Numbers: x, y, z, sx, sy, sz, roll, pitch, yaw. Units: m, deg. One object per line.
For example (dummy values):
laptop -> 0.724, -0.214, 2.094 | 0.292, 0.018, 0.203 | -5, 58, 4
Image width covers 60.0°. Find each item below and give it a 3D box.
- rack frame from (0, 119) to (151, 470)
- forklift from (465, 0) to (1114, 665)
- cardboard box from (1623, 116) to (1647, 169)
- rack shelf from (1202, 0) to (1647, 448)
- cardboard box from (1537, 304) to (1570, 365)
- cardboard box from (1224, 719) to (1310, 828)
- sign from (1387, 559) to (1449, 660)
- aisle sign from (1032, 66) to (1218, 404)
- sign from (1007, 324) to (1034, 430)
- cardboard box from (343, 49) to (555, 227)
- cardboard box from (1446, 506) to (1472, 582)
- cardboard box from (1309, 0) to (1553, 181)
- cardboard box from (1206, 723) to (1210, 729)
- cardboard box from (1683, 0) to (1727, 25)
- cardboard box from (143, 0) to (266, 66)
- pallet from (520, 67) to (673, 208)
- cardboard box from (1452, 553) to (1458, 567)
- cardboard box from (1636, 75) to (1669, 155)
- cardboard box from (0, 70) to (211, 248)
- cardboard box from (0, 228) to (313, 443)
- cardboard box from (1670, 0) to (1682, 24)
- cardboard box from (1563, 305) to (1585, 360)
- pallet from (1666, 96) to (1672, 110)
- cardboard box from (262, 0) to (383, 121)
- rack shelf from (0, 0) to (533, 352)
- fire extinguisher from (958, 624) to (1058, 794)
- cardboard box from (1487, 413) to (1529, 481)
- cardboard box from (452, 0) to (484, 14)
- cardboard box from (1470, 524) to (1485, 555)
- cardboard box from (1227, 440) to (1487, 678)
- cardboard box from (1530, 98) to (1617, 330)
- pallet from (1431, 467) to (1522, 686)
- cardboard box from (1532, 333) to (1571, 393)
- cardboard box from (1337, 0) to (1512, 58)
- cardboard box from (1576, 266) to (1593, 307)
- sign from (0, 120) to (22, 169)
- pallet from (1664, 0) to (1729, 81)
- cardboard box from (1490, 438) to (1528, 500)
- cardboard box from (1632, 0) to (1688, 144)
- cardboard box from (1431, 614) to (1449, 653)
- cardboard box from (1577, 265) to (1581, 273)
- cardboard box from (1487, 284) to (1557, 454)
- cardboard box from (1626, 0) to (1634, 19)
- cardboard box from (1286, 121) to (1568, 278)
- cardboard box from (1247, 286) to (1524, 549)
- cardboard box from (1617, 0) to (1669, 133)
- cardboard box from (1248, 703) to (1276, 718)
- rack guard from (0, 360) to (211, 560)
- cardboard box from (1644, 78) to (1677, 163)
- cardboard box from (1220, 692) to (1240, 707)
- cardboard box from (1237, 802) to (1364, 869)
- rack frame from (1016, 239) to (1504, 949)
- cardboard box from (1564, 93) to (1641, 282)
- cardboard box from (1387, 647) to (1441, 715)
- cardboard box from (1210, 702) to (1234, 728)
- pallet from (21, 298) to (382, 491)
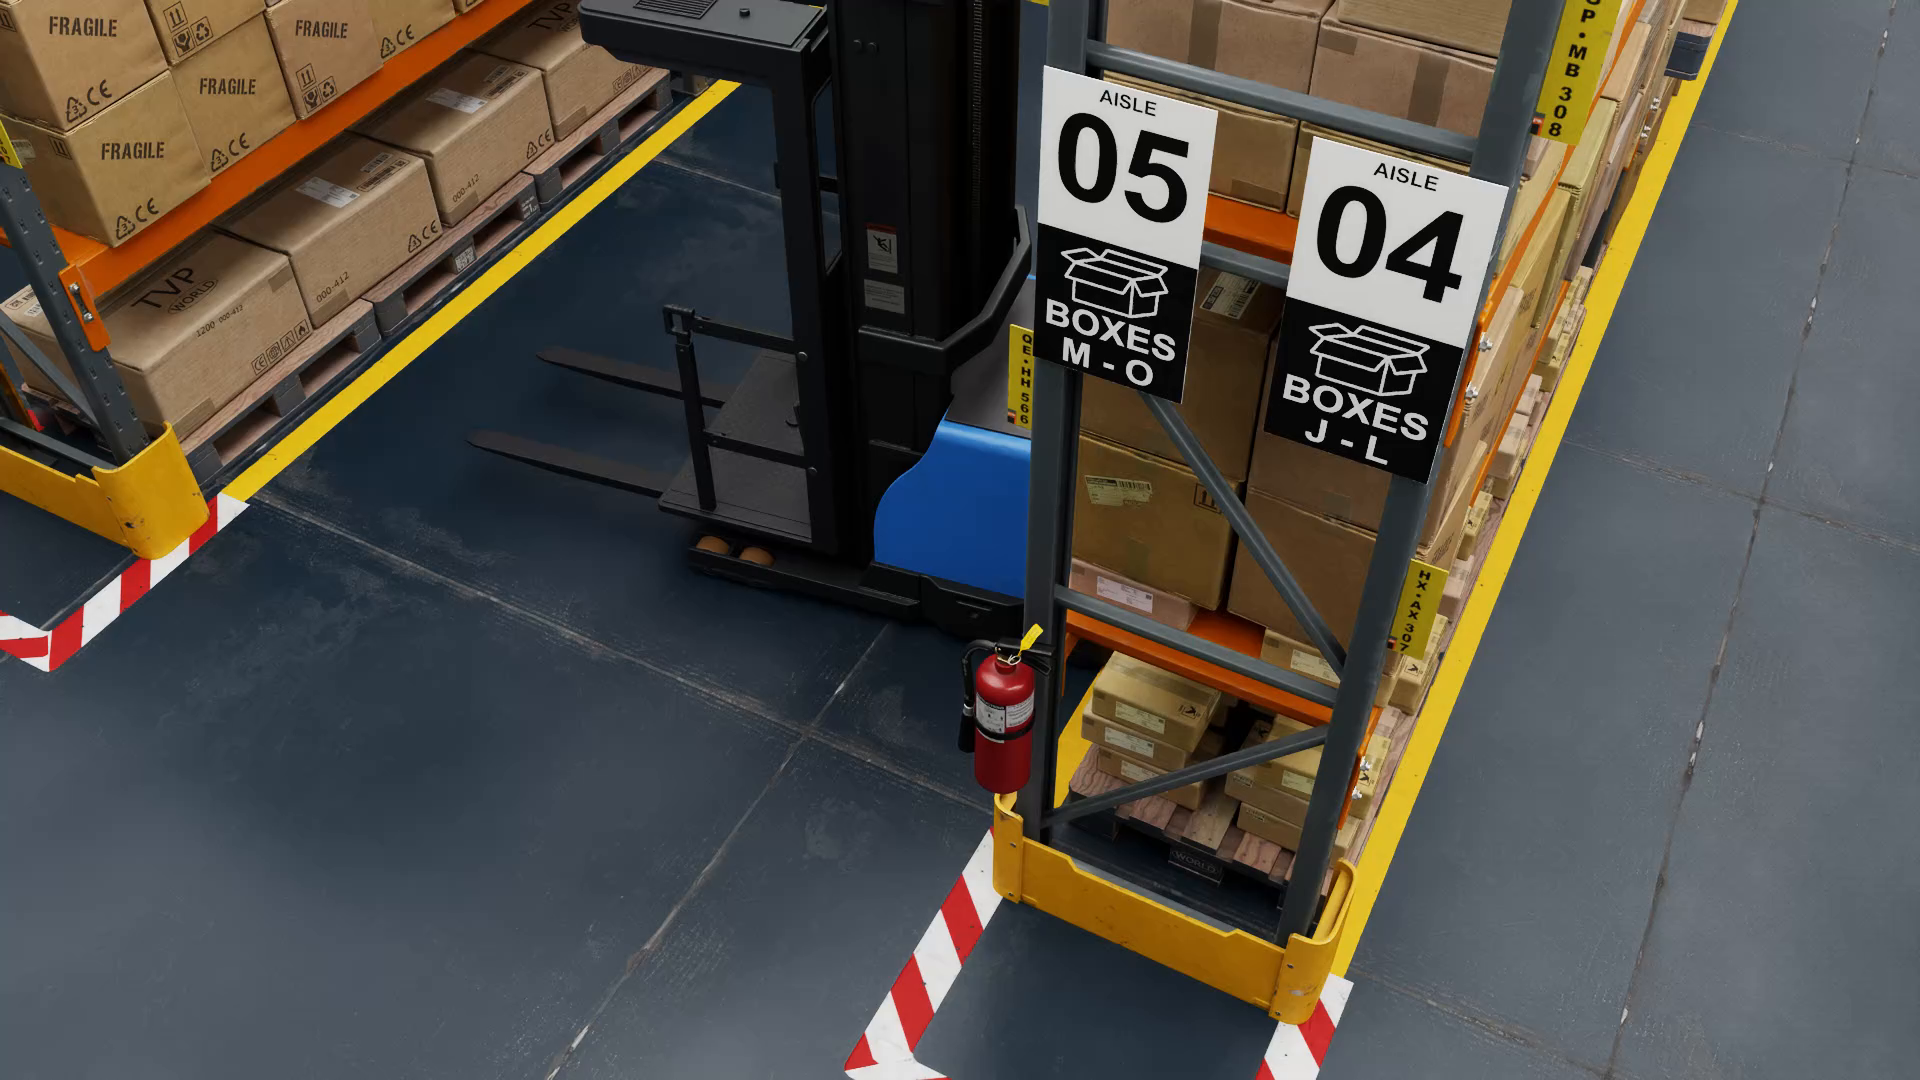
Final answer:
rack frame -> -3.778, -1.270, 6.176 | 1.000, 3.000, 0.127 | 20, 49, 19
forklift -> -0.593, -1.177, 6.133 | 3.031, 2.935, 1.130 | 14, 47, 13
cardboard box -> 2.562, -1.675, 6.753 | 0.380, 0.149, 0.250 | 19, 48, 18
rack shelf -> 1.582, -1.761, 5.058 | 1.077, 0.370, 4.000 | 20, 49, 19
cardboard box -> 2.383, -0.930, 7.131 | 0.380, 0.149, 0.250 | 20, 49, 19
cardboard box -> 1.124, 0.805, 5.625 | 0.380, 0.149, 0.250 | 22, 49, 21
sign -> 1.134, 0.176, 4.139 | 0.100, 0.325, 0.005 | 20, 49, 19
aisle sign -> 0.354, -0.666, 3.752 | 0.394, 0.787, 0.004 | 20, 49, 19
sign -> 0.171, -0.413, 4.293 | 0.100, 0.325, 0.005 | 20, 49, 19
cardboard box -> -2.723, -2.112, 8.515 | 0.875, 0.438, 0.875 | 19, 48, 18
cardboard box -> 1.348, -0.033, 5.130 | 0.380, 0.149, 0.250 | 19, 48, 18
cardboard box -> 1.092, -1.074, 3.627 | 0.500, 0.250, 0.500 | 21, 49, 20
cardboard box -> 0.743, 0.559, 6.077 | 0.380, 0.149, 0.250 | 22, 49, 20
cardboard box -> 3.100, -2.375, 7.149 | 0.380, 0.149, 0.250 | 18, 48, 17
cardboard box -> -3.069, -2.193, 6.315 | 0.500, 0.500, 0.500 | 19, 48, 18
pallet -> -2.343, -2.356, 9.210 | 1.003, 0.211, 1.213 | 20, 49, 19
cardboard box -> 1.628, 0.043, 6.169 | 0.380, 0.149, 0.250 | 22, 49, 21
cardboard box -> 3.087, -2.130, 7.961 | 0.500, 0.250, 0.500 | 18, 48, 17
cardboard box -> -3.301, -1.513, 6.346 | 0.500, 0.500, 0.500 | 20, 49, 19
cardboard box -> -3.560, -0.966, 7.382 | 0.875, 0.438, 0.875 | 19, 48, 18
cardboard box -> 2.532, -2.325, 6.236 | 0.500, 0.500, 0.500 | 19, 48, 18
cardboard box -> 2.630, -1.005, 7.623 | 0.380, 0.149, 0.250 | 21, 49, 20
pallet -> 3.436, -2.501, 9.354 | 1.003, 0.211, 1.213 | 20, 49, 19
cardboard box -> -2.839, -2.155, 6.980 | 0.500, 0.500, 0.500 | 20, 49, 19
rack shelf -> -2.849, -2.277, 7.677 | 1.077, 0.370, 4.000 | 20, 49, 19
fire extinguisher -> 0.128, 0.465, 4.778 | 0.296, 0.674, 0.183 | 20, 49, 19
cardboard box -> 2.035, -0.418, 6.625 | 0.380, 0.149, 0.250 | 19, 48, 18
cardboard box -> -2.364, -2.801, 7.619 | 0.500, 0.500, 0.500 | 20, 49, 18
cardboard box -> 1.886, -0.048, 6.678 | 0.380, 0.149, 0.250 | 20, 49, 19
cardboard box -> 1.106, -0.031, 4.672 | 0.500, 0.500, 0.500 | 23, 50, 21
cardboard box -> 1.587, -1.026, 4.952 | 0.500, 0.500, 0.500 | 19, 48, 18
pallet -> 1.665, -0.033, 6.914 | 1.003, 0.211, 1.213 | 20, 49, 19
cardboard box -> 2.422, -0.817, 7.228 | 0.380, 0.149, 0.250 | 19, 48, 18
cardboard box -> 1.005, -1.146, 3.418 | 0.380, 0.149, 0.250 | 20, 49, 19
cardboard box -> 2.646, -1.166, 7.573 | 0.380, 0.149, 0.250 | 21, 49, 20
sign -> -3.289, -1.415, 5.655 | 0.100, 0.325, 0.005 | 20, 49, 19
pallet -> 2.994, -2.585, 7.611 | 1.003, 0.211, 1.213 | 20, 49, 19
cardboard box -> 2.150, -0.353, 6.979 | 0.380, 0.149, 0.250 | 20, 49, 19
cardboard box -> 2.536, -1.961, 6.579 | 0.500, 0.500, 0.500 | 21, 49, 19
cardboard box -> 1.552, 0.342, 6.083 | 0.380, 0.149, 0.250 | 22, 49, 20
cardboard box -> 2.576, -1.264, 7.461 | 0.380, 0.149, 0.250 | 22, 49, 20
cardboard box -> 1.571, -0.681, 5.314 | 0.500, 0.500, 0.500 | 21, 49, 20
cardboard box -> 1.564, -1.558, 4.458 | 0.500, 0.250, 0.500 | 19, 48, 18
cardboard box -> 1.088, -0.899, 3.806 | 0.500, 0.250, 0.500 | 22, 49, 20
cardboard box -> 1.097, -0.386, 4.320 | 0.500, 0.500, 0.500 | 20, 49, 19
cardboard box -> 2.046, -1.680, 5.599 | 0.500, 0.500, 0.500 | 22, 49, 20
cardboard box -> 1.219, 0.515, 5.703 | 0.380, 0.149, 0.250 | 21, 49, 20
rack guard -> -3.789, -0.376, 7.050 | 1.175, 0.500, 0.348 | 20, 49, 19
cardboard box -> 3.332, -2.200, 8.557 | 0.500, 0.500, 0.500 | 23, 50, 21
cardboard box -> 0.842, 0.390, 5.827 | 0.380, 0.149, 0.250 | 21, 49, 20
cardboard box -> 1.180, 0.931, 5.710 | 0.380, 0.149, 0.250 | 21, 49, 20
rack frame -> 0.653, 0.301, 4.624 | 1.000, 3.000, 0.127 | 20, 49, 19
cardboard box -> 2.062, -1.321, 5.947 | 0.500, 0.500, 0.500 | 20, 49, 19
cardboard box -> 1.554, 0.455, 6.180 | 0.380, 0.149, 0.250 | 21, 49, 20
cardboard box -> 0.815, 0.477, 5.949 | 0.380, 0.149, 0.250 | 19, 48, 18
pallet -> -3.476, -0.819, 7.691 | 1.003, 0.211, 1.213 | 20, 49, 19
